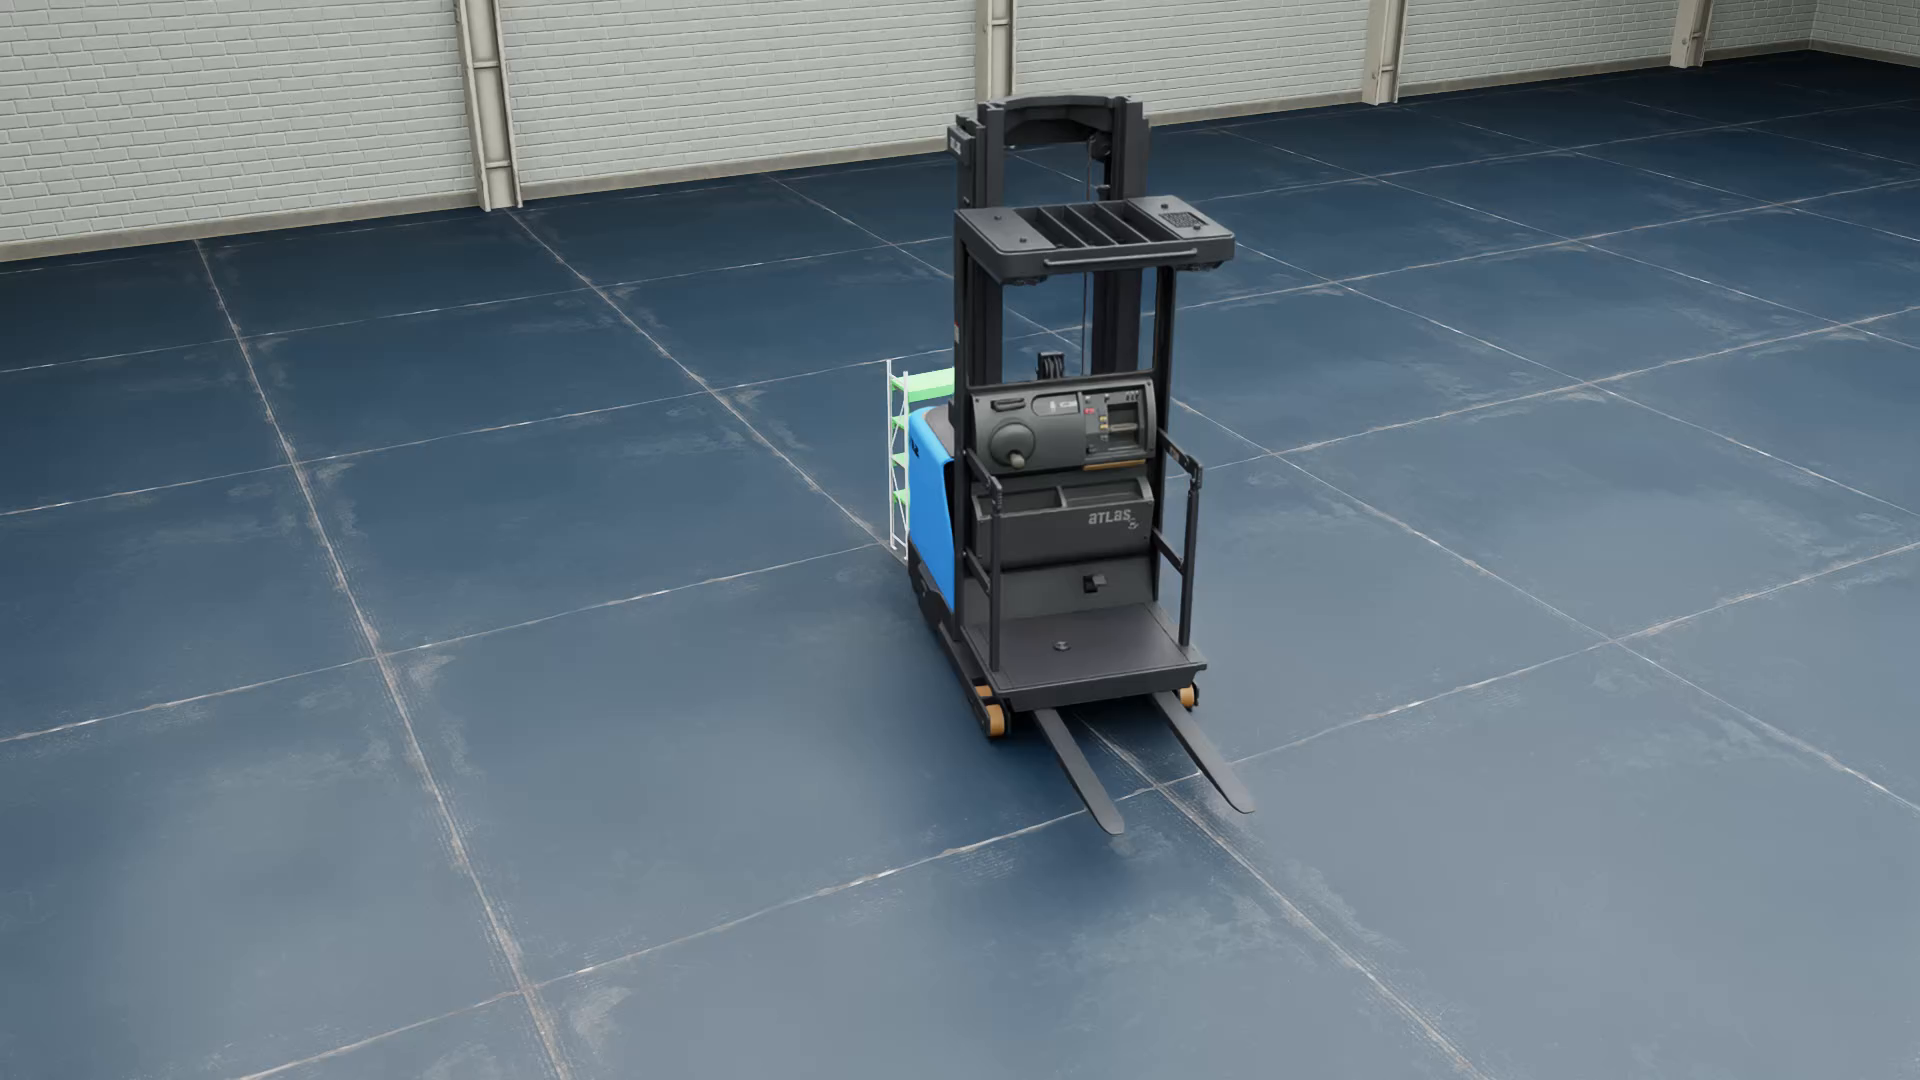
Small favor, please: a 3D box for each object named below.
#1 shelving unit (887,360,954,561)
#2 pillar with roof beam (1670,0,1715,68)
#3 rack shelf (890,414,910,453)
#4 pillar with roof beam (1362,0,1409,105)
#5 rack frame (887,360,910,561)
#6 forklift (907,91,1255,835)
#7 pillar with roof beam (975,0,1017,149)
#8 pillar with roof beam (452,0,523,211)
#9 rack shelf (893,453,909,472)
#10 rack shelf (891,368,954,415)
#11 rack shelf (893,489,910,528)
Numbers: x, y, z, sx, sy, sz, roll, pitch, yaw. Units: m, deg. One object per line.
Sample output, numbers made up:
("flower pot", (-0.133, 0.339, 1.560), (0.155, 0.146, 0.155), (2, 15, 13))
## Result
("shelving unit", (-0.146, -0.507, 9.920), (0.503, 1.200, 0.258), (-13, 29, -25))
("pillar with roof beam", (13.040, -9.619, 19.887), (0.400, 9.000, 9.100), (-13, 29, -25))
("rack shelf", (-0.146, -0.666, 9.844), (0.480, 0.148, 0.258), (-13, 29, -25))
("pillar with roof beam", (7.746, -8.397, 17.342), (0.400, 9.000, 9.100), (-13, 29, -25))
("rack frame", (-0.361, -0.457, 9.817), (0.015, 1.200, 0.240), (-13, 29, -25))
("forklift", (0.574, -0.531, 7.969), (1.130, 2.935, 3.031), (-7, 26, -14))
("pillar with roof beam", (2.452, -7.175, 14.797), (0.400, 9.000, 9.100), (-13, 29, -25))
("pillar with roof beam", (-2.842, -5.953, 12.251), (0.400, 9.000, 9.100), (-13, 29, -25))
("rack shelf", (-0.146, -0.450, 9.948), (0.480, 0.148, 0.258), (-13, 29, -25))
("rack shelf", (-0.146, -0.882, 9.740), (0.480, 0.148, 0.258), (-13, 29, -25))
("rack shelf", (-0.146, -0.233, 10.052), (0.480, 0.148, 0.258), (-13, 29, -25))
